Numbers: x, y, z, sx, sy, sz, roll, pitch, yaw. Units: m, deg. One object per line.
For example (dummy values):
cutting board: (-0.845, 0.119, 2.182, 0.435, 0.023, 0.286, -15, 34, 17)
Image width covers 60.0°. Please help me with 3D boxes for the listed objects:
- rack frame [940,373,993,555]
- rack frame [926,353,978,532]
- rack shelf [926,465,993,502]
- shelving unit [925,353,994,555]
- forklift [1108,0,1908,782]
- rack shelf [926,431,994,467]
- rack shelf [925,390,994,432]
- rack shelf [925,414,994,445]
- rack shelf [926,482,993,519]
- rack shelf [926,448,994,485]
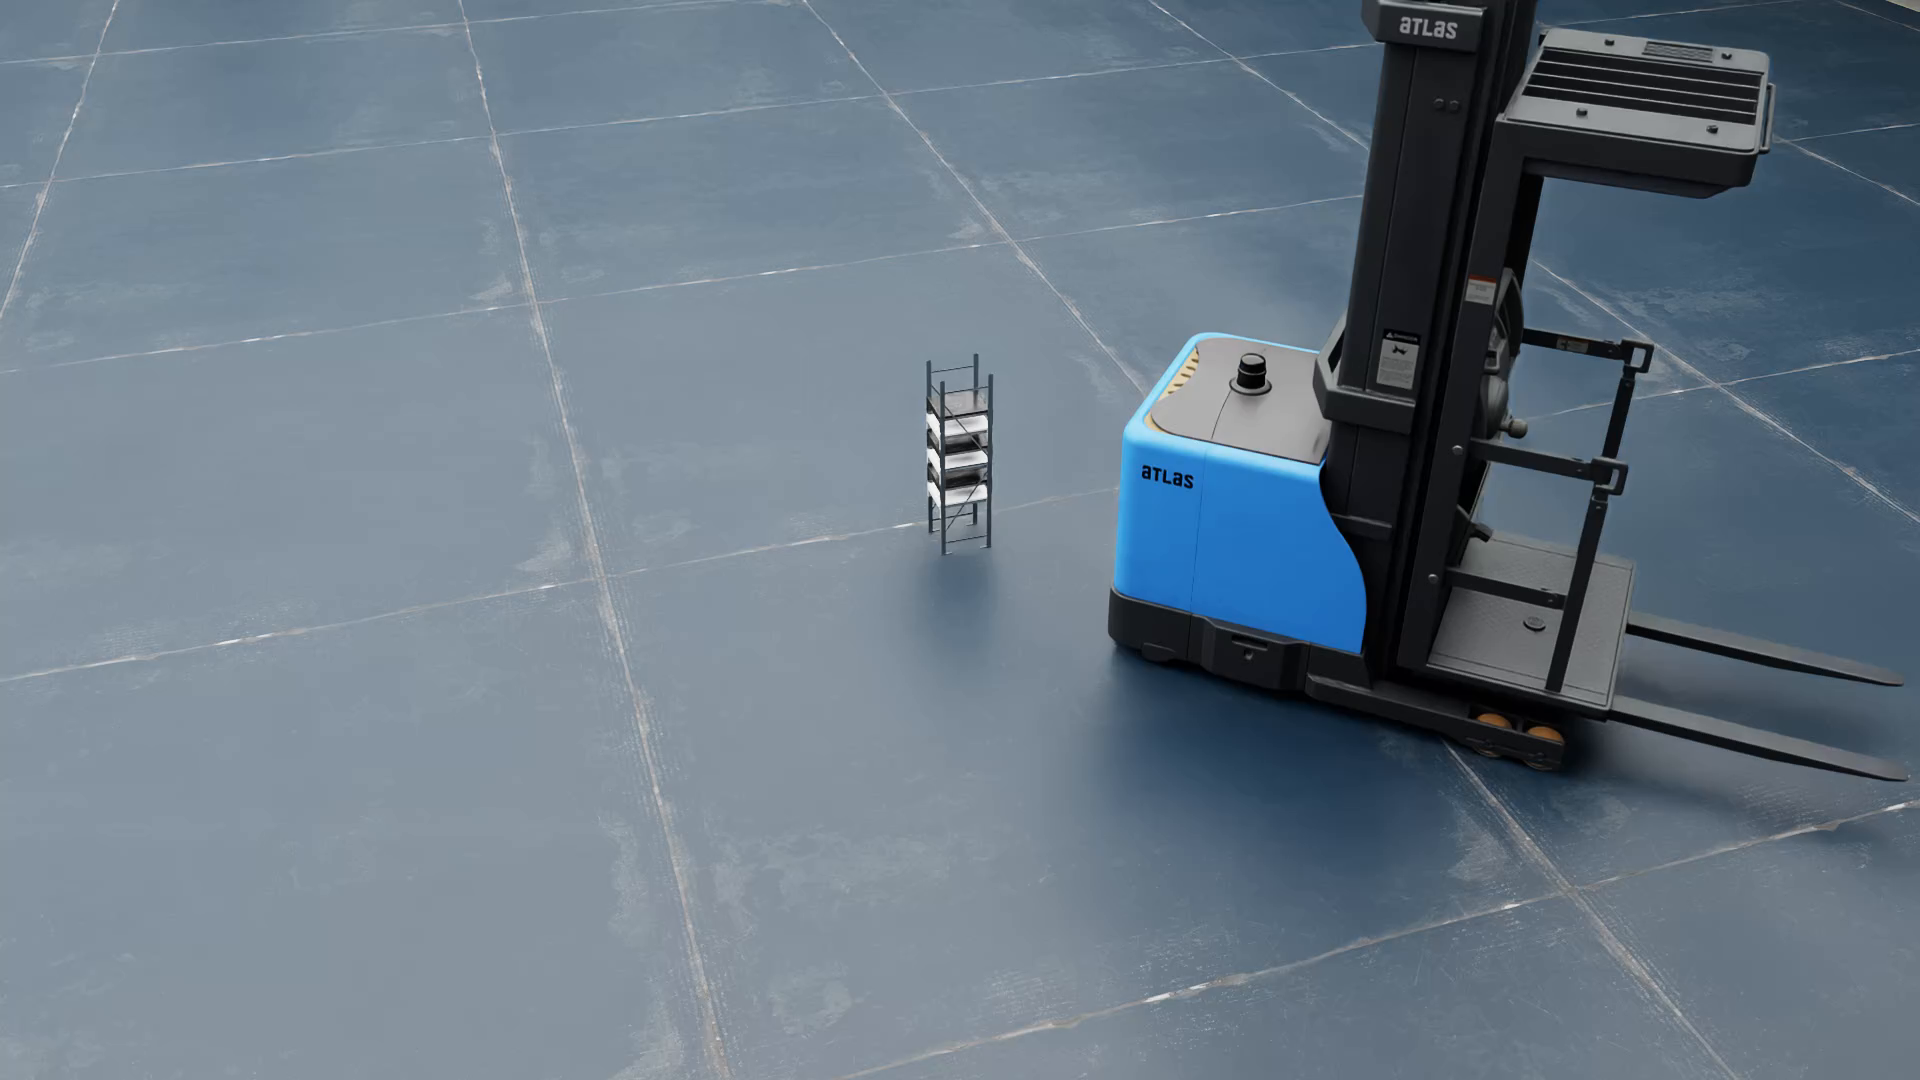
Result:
rack frame: (0.029, -0.326, 7.428, 0.240, 0.900, 0.006, -10, 35, -15)
rack frame: (-0.033, -0.433, 7.589, 0.240, 0.900, 0.006, -10, 35, -15)
rack shelf: (-0.002, -0.277, 7.576, 0.258, 0.077, 0.200, -10, 35, -15)
shelving unit: (-0.002, -0.380, 7.508, 0.258, 0.900, 0.210, -10, 35, -15)
forklift: (2.187, -0.671, 6.107, 3.031, 2.935, 1.130, 14, 36, 20)
rack shelf: (-0.002, -0.427, 7.477, 0.258, 0.077, 0.200, -10, 35, -15)
rack shelf: (-0.002, -0.577, 7.378, 0.258, 0.077, 0.200, -10, 35, -15)
rack shelf: (-0.002, -0.502, 7.428, 0.258, 0.077, 0.200, -10, 35, -15)
rack shelf: (-0.002, -0.202, 7.626, 0.258, 0.077, 0.200, -10, 35, -15)
rack shelf: (-0.002, -0.352, 7.527, 0.258, 0.077, 0.200, -10, 35, -15)
